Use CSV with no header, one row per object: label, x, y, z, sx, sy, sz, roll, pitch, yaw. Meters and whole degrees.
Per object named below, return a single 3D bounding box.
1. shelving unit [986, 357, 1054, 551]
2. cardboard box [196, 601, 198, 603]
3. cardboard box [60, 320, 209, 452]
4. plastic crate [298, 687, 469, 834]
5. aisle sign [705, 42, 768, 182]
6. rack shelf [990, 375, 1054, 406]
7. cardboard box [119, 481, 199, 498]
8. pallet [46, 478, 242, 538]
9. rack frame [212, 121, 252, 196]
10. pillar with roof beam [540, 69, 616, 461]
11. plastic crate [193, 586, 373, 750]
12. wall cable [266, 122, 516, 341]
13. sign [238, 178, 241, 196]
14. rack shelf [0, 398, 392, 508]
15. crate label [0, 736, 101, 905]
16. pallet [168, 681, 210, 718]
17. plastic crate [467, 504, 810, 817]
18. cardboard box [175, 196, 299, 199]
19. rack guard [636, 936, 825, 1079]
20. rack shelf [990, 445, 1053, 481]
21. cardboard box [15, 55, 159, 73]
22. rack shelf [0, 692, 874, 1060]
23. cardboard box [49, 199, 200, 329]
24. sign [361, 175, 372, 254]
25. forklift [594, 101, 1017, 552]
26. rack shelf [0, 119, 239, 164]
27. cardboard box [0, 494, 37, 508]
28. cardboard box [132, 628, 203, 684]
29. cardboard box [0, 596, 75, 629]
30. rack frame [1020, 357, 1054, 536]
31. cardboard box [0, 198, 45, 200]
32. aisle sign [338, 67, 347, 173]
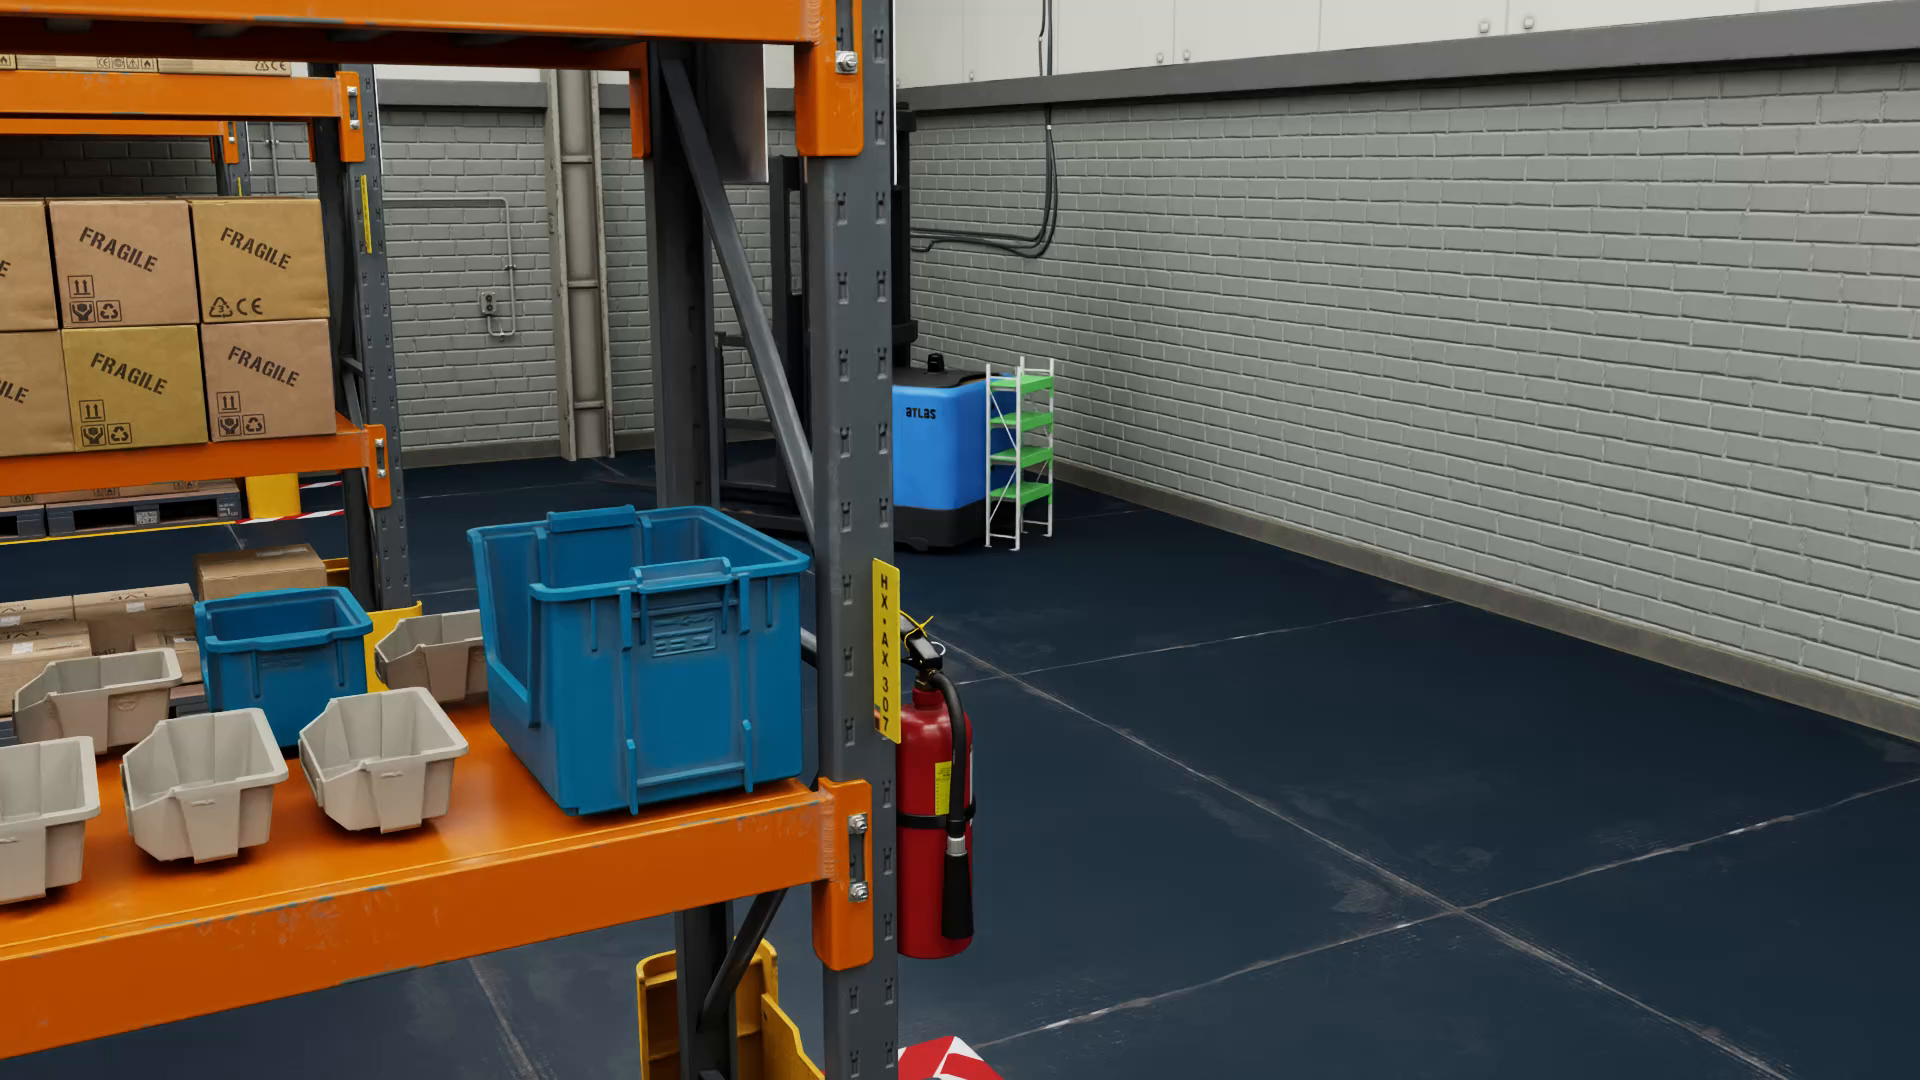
shelving unit,0.395,-0.576,10.935,0.258,1.200,0.503,7,14,28
cardboard box,-3.532,0.393,7.982,0.250,0.166,0.380,-7,14,-28
cardboard box,-3.497,-0.673,7.038,0.500,0.500,0.500,-7,14,-27
plastic crate,-1.040,0.396,2.980,0.243,0.136,0.396,-7,14,-28
aisle sign,-0.490,-1.157,3.496,0.004,0.787,0.394,-7,14,-28
rack shelf,0.395,-0.982,10.844,0.258,0.148,0.480,7,14,28
cardboard box,-5.724,-0.625,11.793,0.500,0.500,0.700,-7,14,-28
pallet,-5.822,-0.273,11.843,1.213,0.211,1.003,-7,14,-28
rack frame,-5.158,-1.733,11.977,0.127,3.000,1.000,-7,14,-28
pillar with roof beam,-1.139,-4.281,9.635,0.400,9.000,9.100,-7,14,-28
plastic crate,-1.363,0.261,3.364,0.300,0.233,0.416,-7,14,-28
wall cable,-4.487,-2.546,13.274,1.851,1.984,0.084,-7,14,-28
sign,-4.910,-2.307,11.353,0.005,0.325,0.100,-7,14,-28
rack shelf,-4.536,-0.217,6.881,4.000,0.370,1.077,-7,14,-28
crate label,-1.534,0.458,2.706,0.243,0.136,0.396,-7,14,-28
pallet,-3.547,0.674,7.634,1.213,0.211,1.003,-7,14,-28
plastic crate,-0.615,0.201,3.167,0.499,0.435,0.616,-7,14,-28
cardboard box,-3.297,-1.319,7.635,0.500,0.500,0.500,-6,14,-26
rack guard,-0.396,1.391,3.791,0.348,0.500,1.175,-7,14,-28
rack shelf,0.395,-0.513,10.949,0.258,0.148,0.480,7,14,28
cardboard box,-3.549,-2.014,6.734,0.500,0.250,0.500,-7,14,-28
rack shelf,-2.166,0.738,2.638,4.000,0.370,1.077,-7,14,-28
cardboard box,-3.483,-1.162,6.936,0.500,0.500,0.500,-6,14,-26
sign,-2.532,-1.389,7.091,0.005,0.325,0.100,-7,14,-28
forklift,-1.152,-1.560,11.366,3.031,2.935,1.130,6,14,27
rack shelf,-6.913,-2.635,10.792,4.000,0.370,1.077,-7,14,-28
cardboard box,-6.604,-0.520,11.323,0.500,0.500,0.700,-7,15,-30
cardboard box,-3.539,0.519,7.423,0.250,0.166,0.380,-7,14,-28
cardboard box,-4.272,0.456,7.512,0.500,0.250,0.500,-7,14,-28
rack frame,0.511,-0.623,11.144,0.240,1.200,0.015,7,14,28
cardboard box,-4.193,-1.211,7.154,0.500,0.500,0.500,-7,14,-27
aisle sign,-2.862,-2.111,7.735,0.004,0.787,0.394,-7,14,-28
